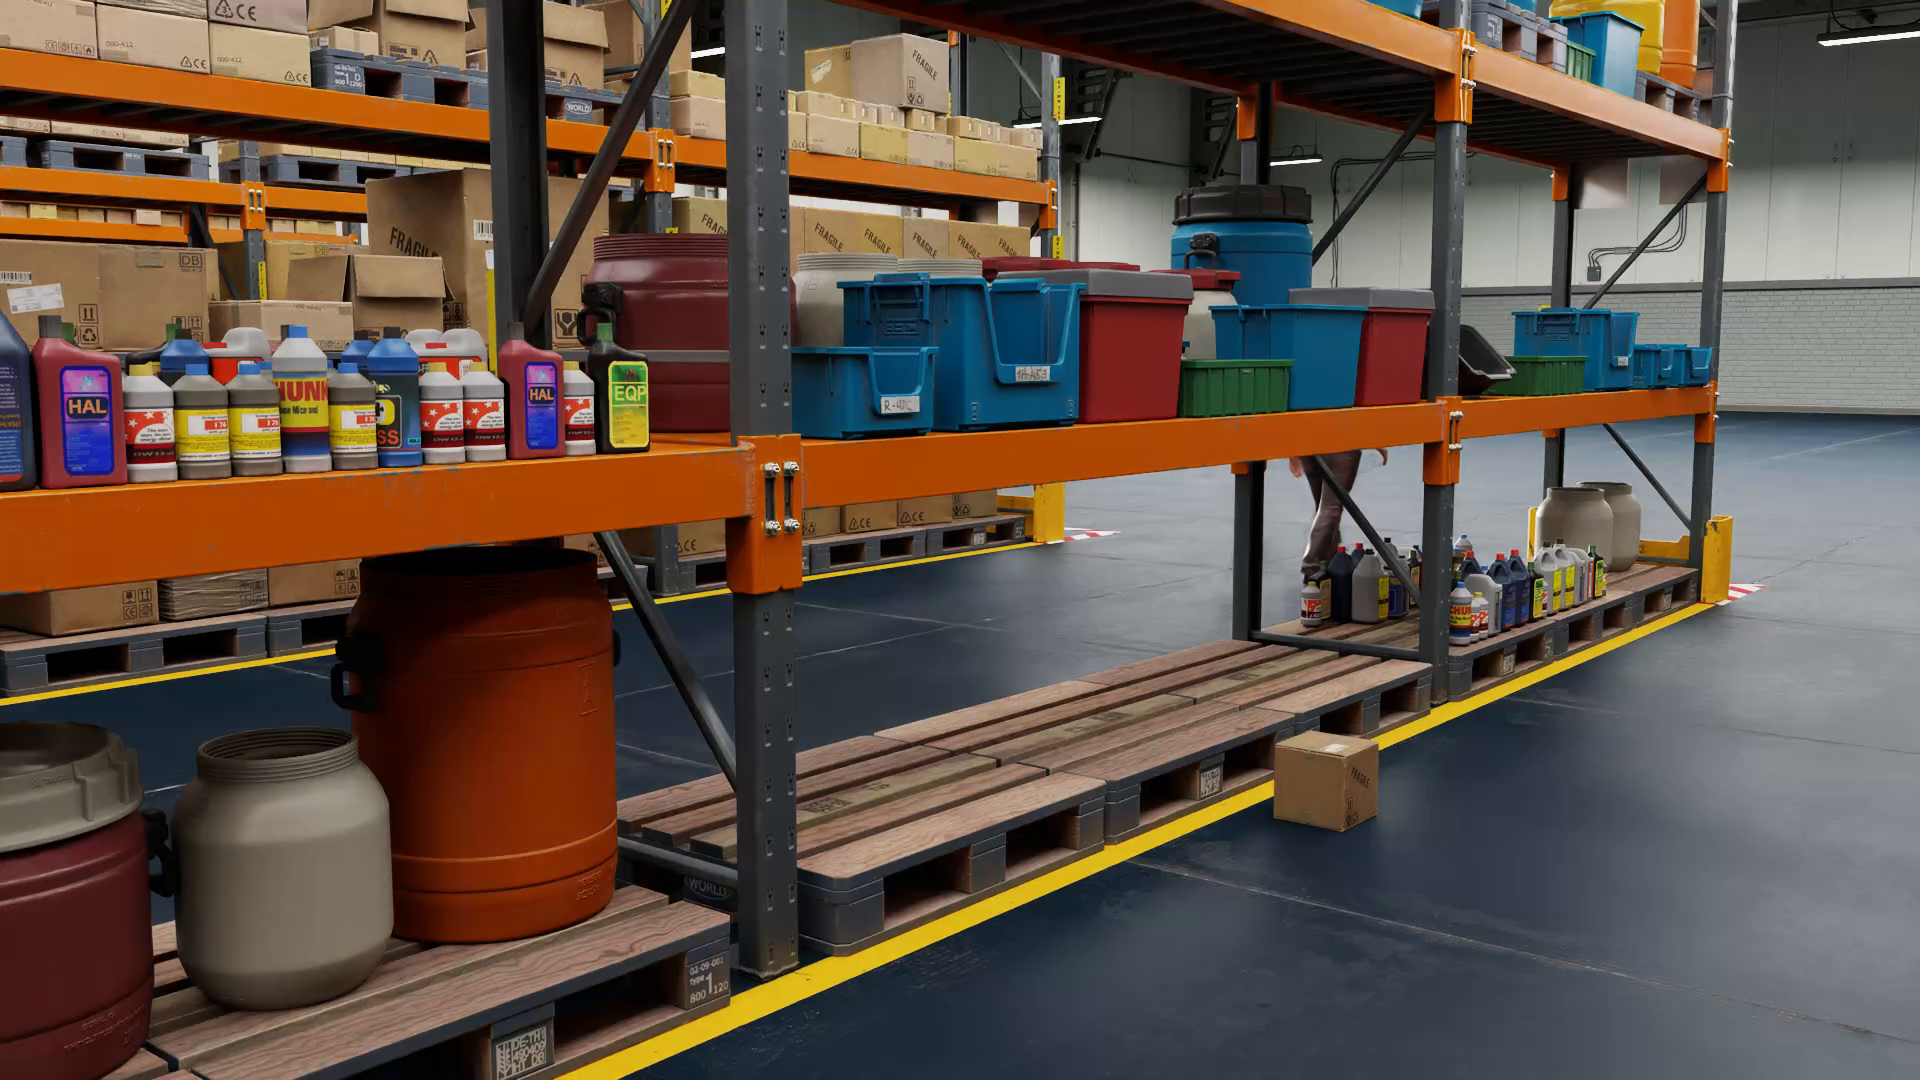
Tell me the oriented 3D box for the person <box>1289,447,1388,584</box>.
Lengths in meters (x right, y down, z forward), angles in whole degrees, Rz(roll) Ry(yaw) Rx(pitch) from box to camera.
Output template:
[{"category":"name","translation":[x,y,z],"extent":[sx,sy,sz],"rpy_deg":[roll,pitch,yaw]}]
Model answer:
[{"category":"person","translation":[2.432,-0.579,10.673],"extent":[0.559,1.672,0.957],"rpy_deg":[5,9,39]}]
